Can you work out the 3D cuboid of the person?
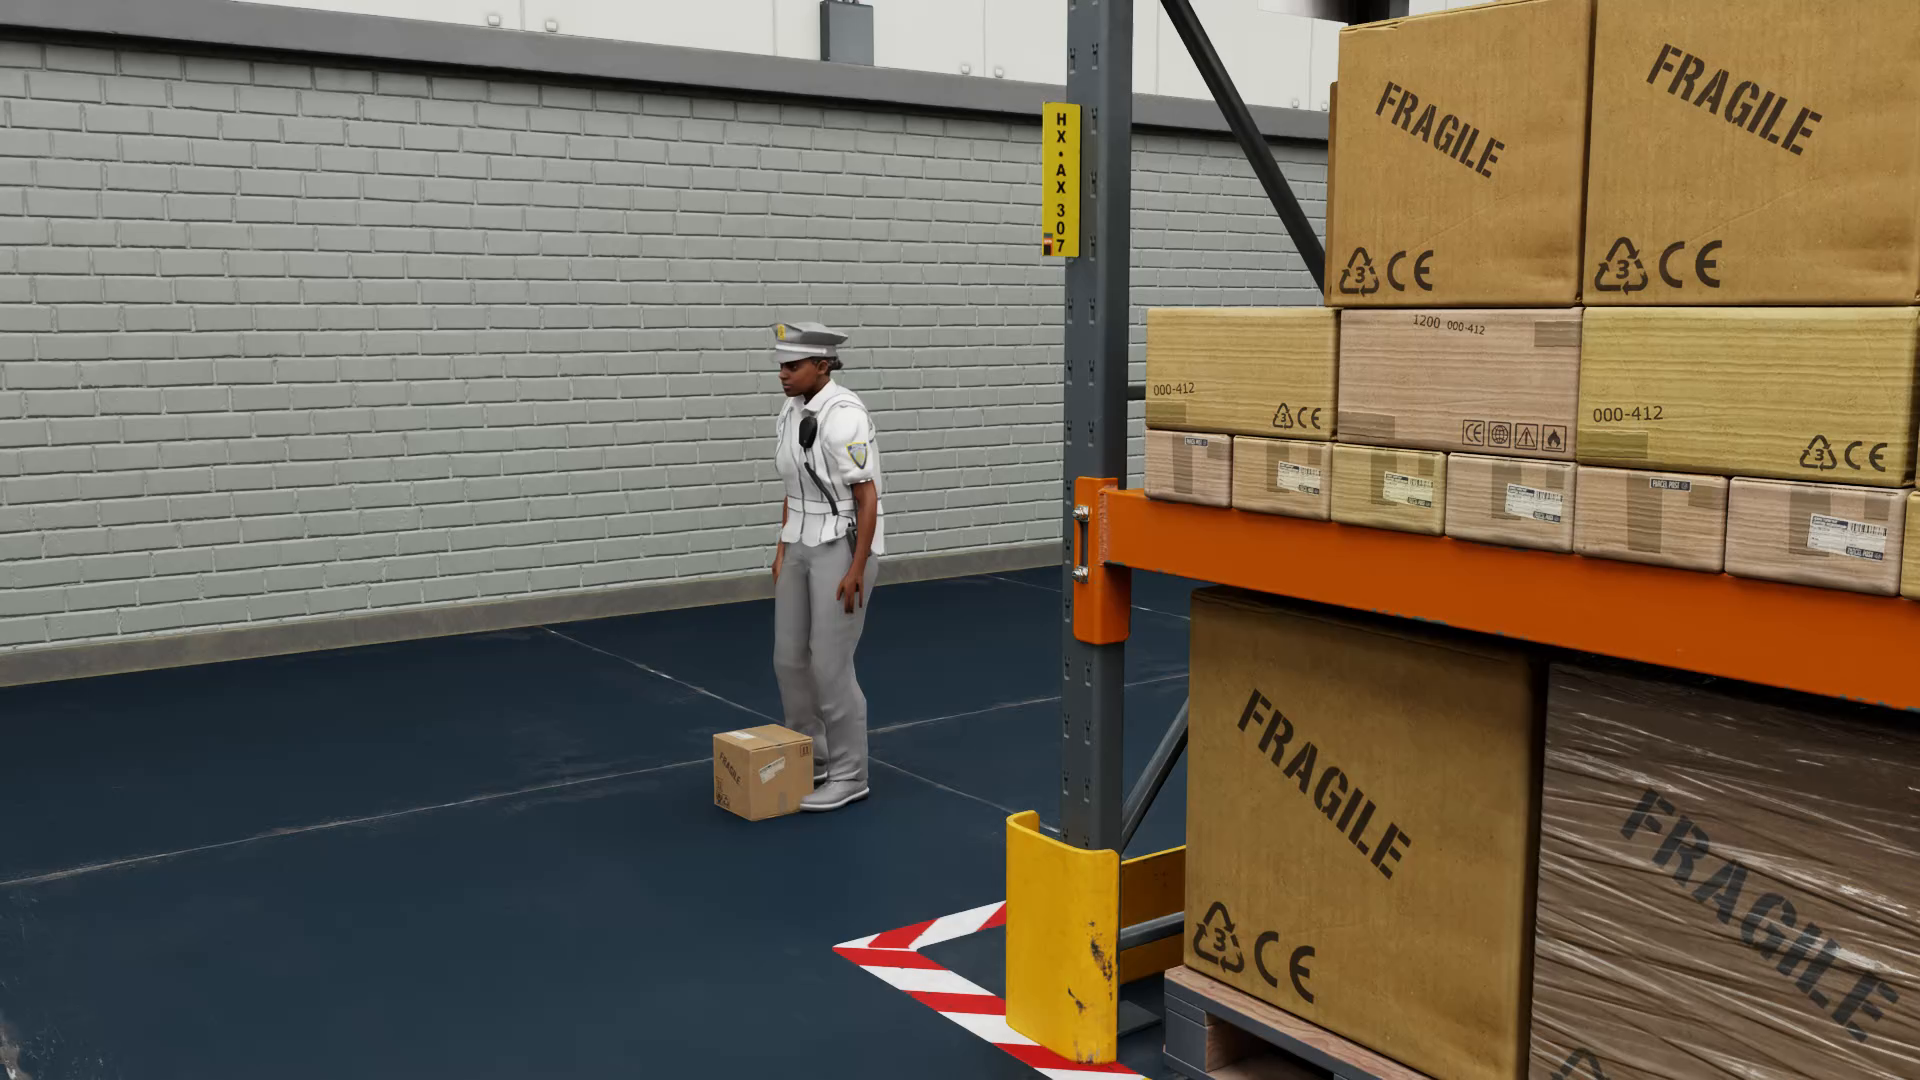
[{"bbox_3d":[-0.488,0.080,5.756,0.395,1.653,0.521,-6,10,-39],"label":"person"}]
